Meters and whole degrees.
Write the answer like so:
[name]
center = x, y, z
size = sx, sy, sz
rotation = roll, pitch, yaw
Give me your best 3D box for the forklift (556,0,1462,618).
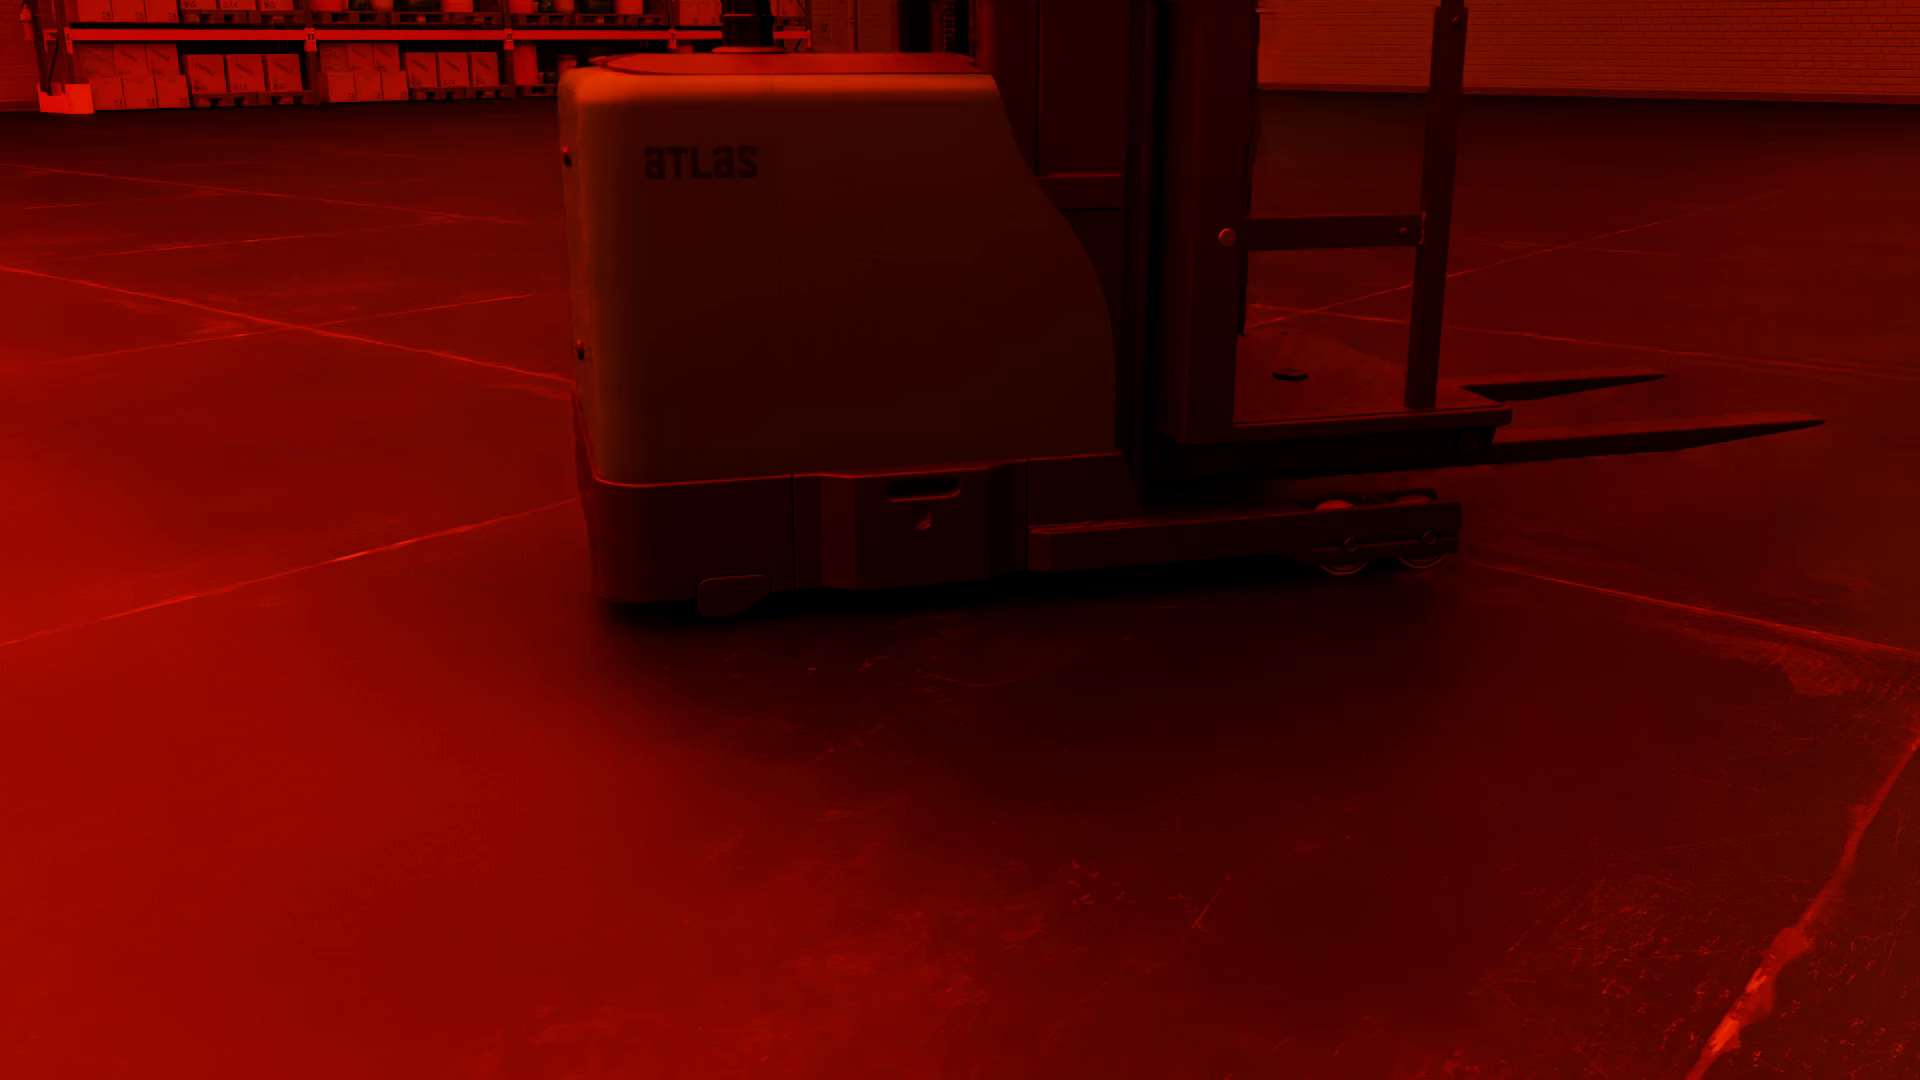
[forklift]
center = 0.097, -1.381, 3.599
size = 1.939, 2.843, 1.129
rotation = -5, 17, -15
